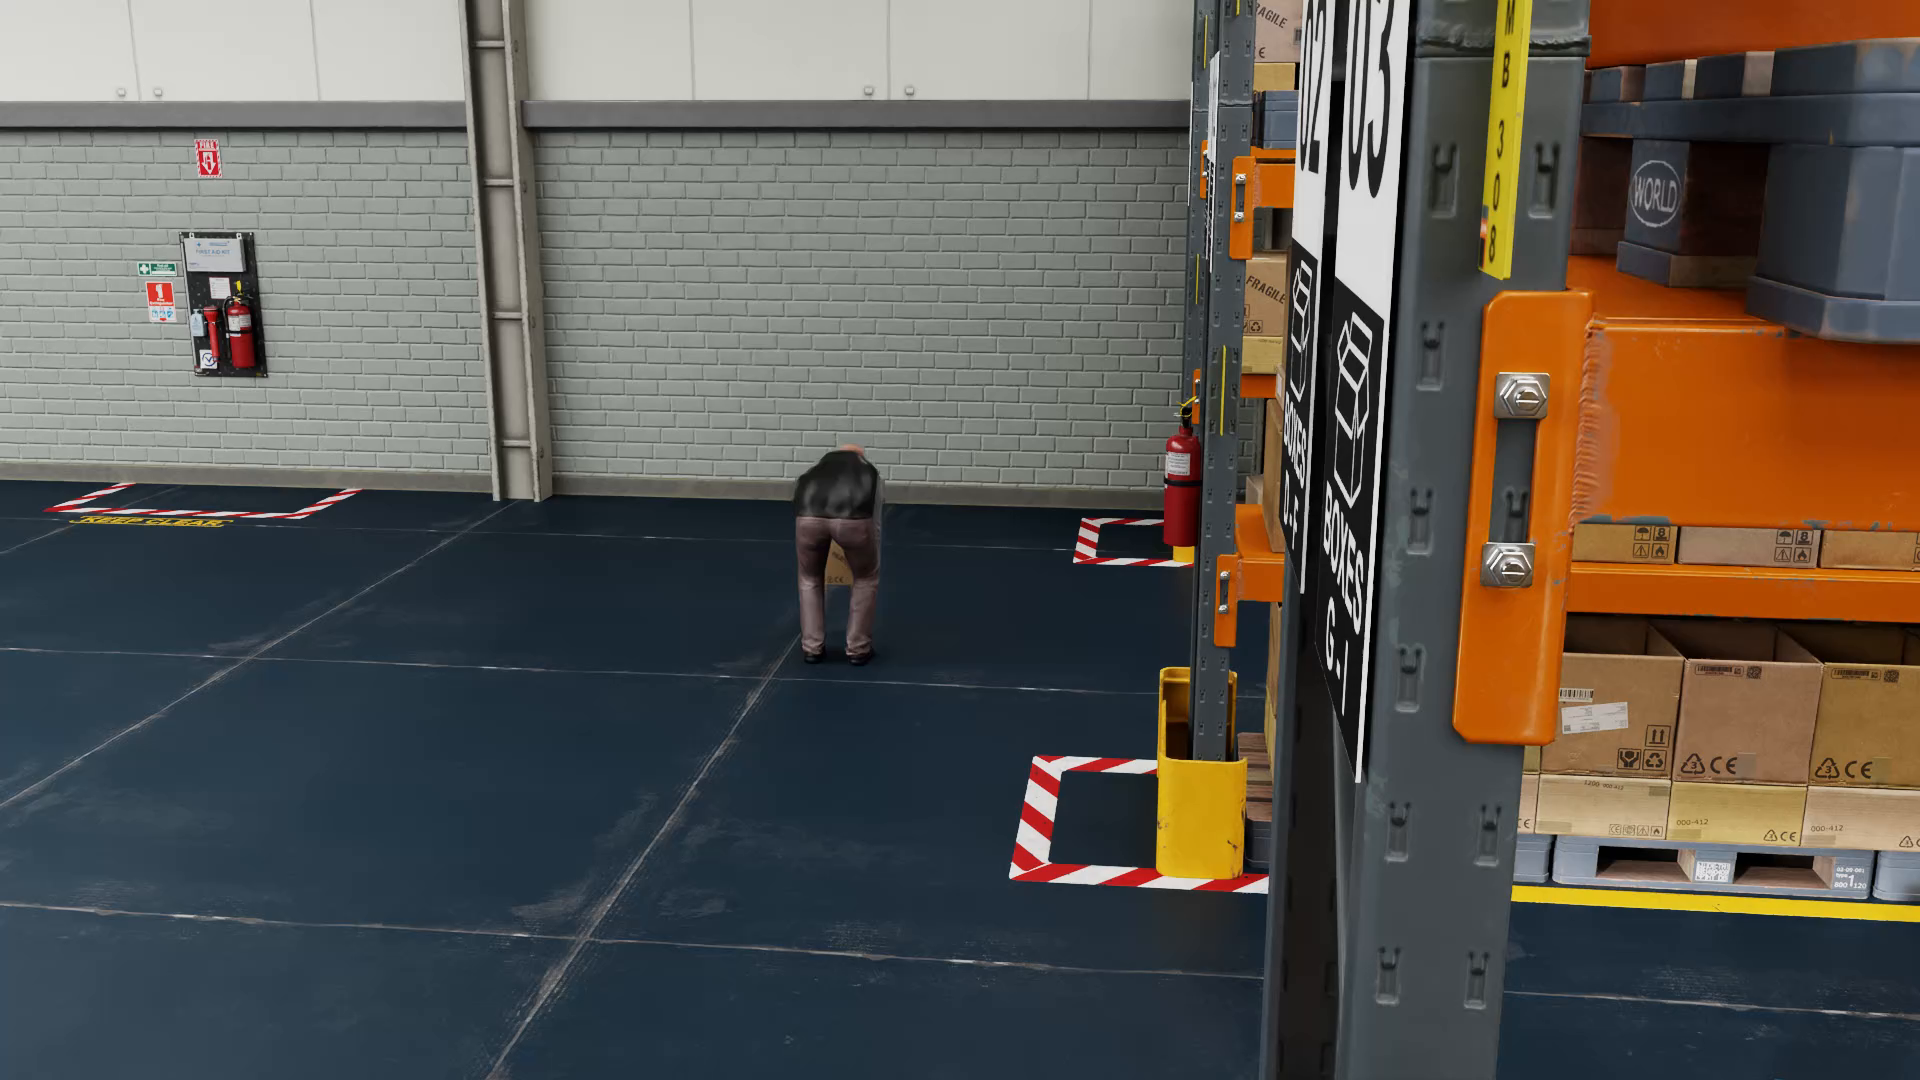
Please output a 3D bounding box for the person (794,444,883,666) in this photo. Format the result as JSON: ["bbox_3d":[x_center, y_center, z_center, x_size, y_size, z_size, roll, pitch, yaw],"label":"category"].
[{"bbox_3d":[-0.672,0.061,9.496,0.462,1.145,0.955,1,14,5],"label":"person"}]
